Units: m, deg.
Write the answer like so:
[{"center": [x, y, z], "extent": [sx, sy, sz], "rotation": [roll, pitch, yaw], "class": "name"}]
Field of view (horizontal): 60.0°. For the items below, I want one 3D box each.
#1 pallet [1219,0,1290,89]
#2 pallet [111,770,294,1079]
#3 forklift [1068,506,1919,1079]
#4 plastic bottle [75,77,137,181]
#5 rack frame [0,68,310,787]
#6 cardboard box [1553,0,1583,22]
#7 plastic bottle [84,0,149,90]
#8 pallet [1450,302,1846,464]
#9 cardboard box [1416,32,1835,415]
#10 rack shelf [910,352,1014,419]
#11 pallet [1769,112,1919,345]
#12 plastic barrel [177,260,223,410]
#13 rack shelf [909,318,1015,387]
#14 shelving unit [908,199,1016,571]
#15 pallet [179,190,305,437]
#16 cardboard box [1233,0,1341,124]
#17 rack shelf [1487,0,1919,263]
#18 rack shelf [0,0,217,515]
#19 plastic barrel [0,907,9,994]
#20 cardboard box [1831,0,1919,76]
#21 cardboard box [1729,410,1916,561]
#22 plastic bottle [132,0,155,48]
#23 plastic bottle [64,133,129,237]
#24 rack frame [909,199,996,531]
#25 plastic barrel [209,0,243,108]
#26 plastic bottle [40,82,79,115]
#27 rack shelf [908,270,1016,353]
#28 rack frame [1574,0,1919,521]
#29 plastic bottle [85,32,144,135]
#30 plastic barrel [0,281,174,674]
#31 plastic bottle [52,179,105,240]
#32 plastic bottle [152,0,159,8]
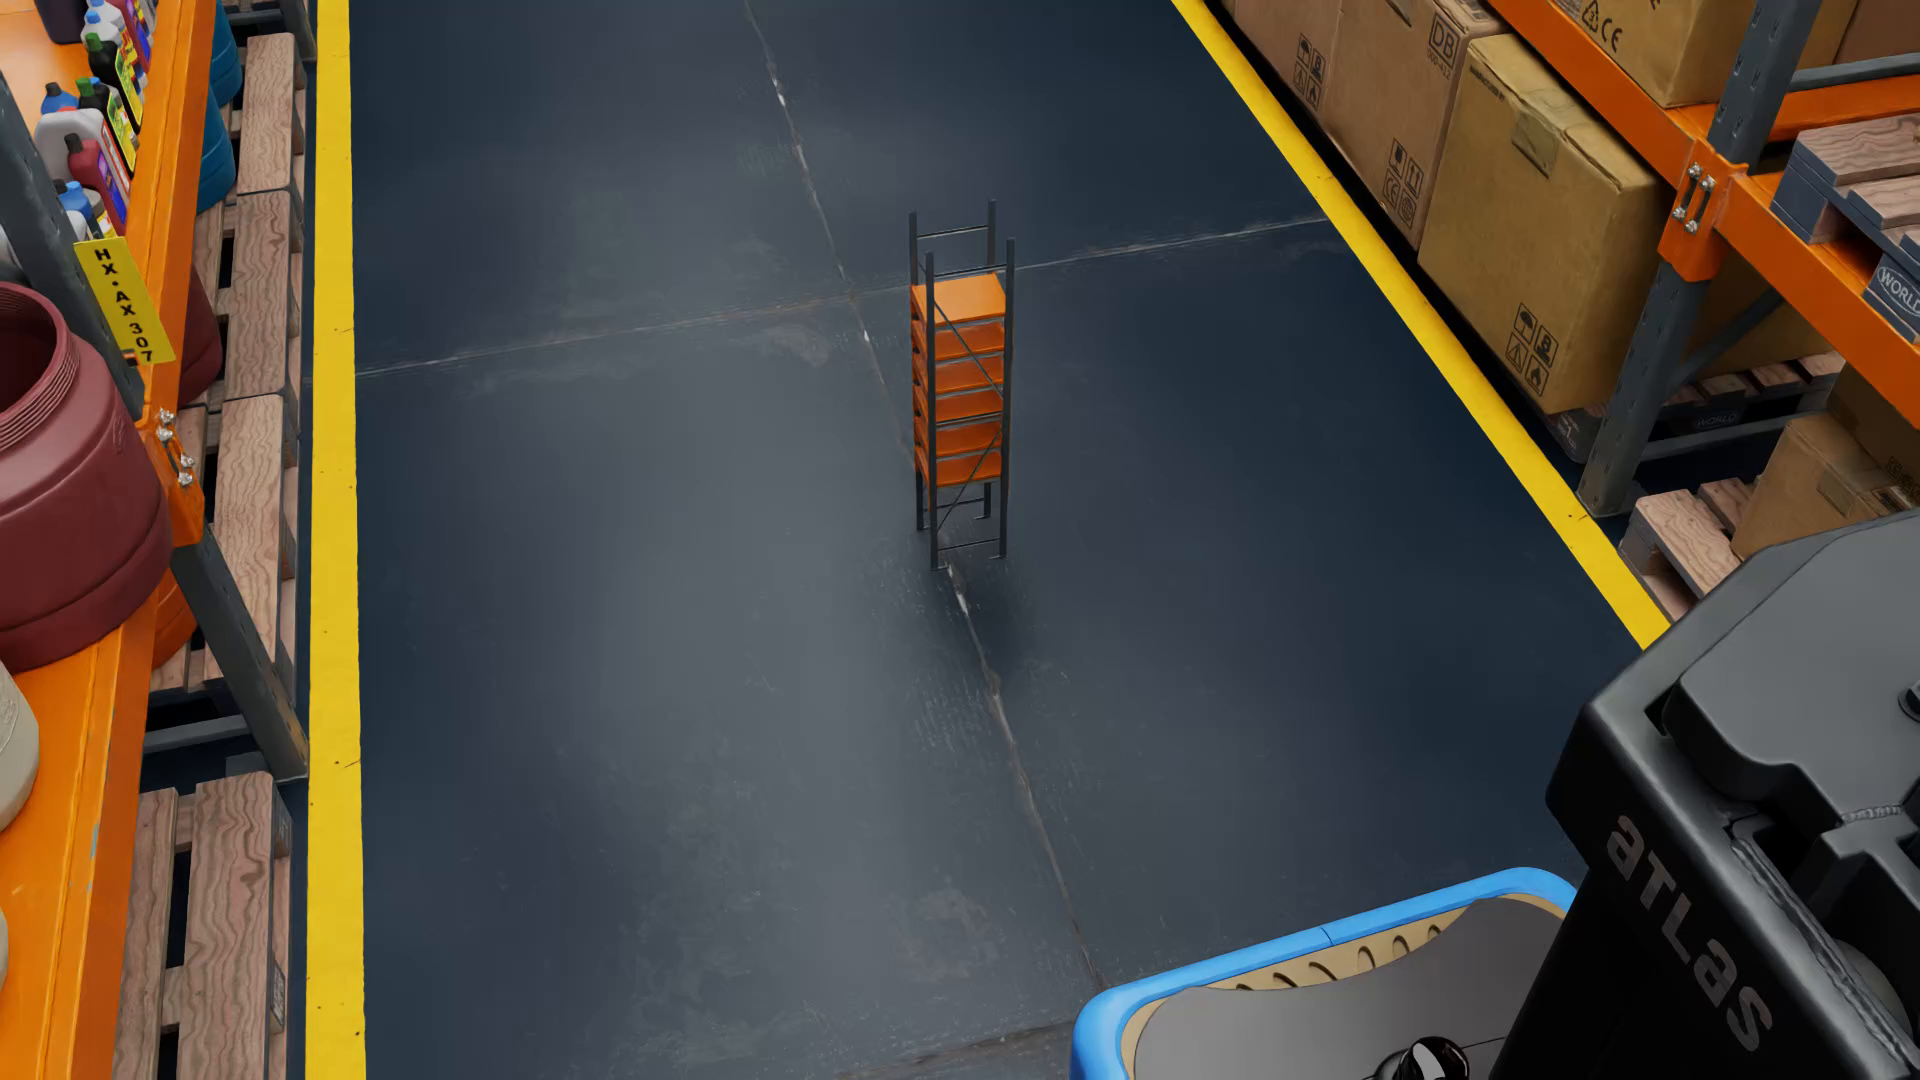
[{"center": [1.736, -2.511, 7.563], "extent": [1.003, 0.211, 1.213], "rotation": [-11, 47, -10], "class": "pallet"}, {"center": [-2.137, 1.179, 3.946], "extent": [1.003, 0.211, 1.213], "rotation": [-11, 47, -10], "class": "pallet"}, {"center": [1.124, 1.440, 1.787], "extent": [1.130, 2.935, 3.031], "rotation": [-13, 47, -13], "class": "forklift"}, {"center": [-2.205, -1.076, 4.286], "extent": [0.061, 0.283, 0.133], "rotation": [-11, 47, -10], "class": "plastic bottle"}, {"center": [-2.298, -0.339, 3.482], "extent": [1.000, 3.000, 0.127], "rotation": [-11, 47, -10], "class": "rack frame"}, {"center": [2.002, -1.920, 4.961], "extent": [0.500, 0.500, 0.500], "rotation": [-11, 47, -11], "class": "cardboard box"}, {"center": [-2.336, -1.374, 4.587], "extent": [0.097, 0.271, 0.097], "rotation": [0, 46, 0], "class": "plastic bottle"}, {"center": [2.361, -0.826, 5.912], "extent": [1.003, 0.211, 1.213], "rotation": [-11, 47, -10], "class": "pallet"}, {"center": [2.333, -1.128, 5.449], "extent": [1.225, 0.875, 0.875], "rotation": [-13, 47, -12], "class": "cardboard box"}, {"center": [0.004, -0.463, 4.758], "extent": [0.258, 0.103, 0.180], "rotation": [-11, 47, -10], "class": "rack shelf"}, {"center": [2.775, -0.704, 3.974], "extent": [1.213, 0.211, 1.003], "rotation": [-11, 47, -10], "class": "pallet"}, {"center": [-2.729, -0.756, 5.285], "extent": [0.600, 0.588, 0.708], "rotation": [-11, 47, -10], "class": "plastic barrel"}, {"center": [0.004, -0.547, 4.672], "extent": [0.258, 0.103, 0.180], "rotation": [-11, 47, -10], "class": "rack shelf"}, {"center": [0.004, -0.410, 4.812], "extent": [0.258, 1.200, 0.189], "rotation": [-11, 47, -10], "class": "shelving unit"}, {"center": [-2.849, -0.740, 5.827], "extent": [1.003, 0.211, 1.213], "rotation": [-11, 47, -10], "class": "pallet"}, {"center": [1.879, -2.354, 6.650], "extent": [1.225, 0.875, 0.875], "rotation": [-12, 47, -12], "class": "cardboard box"}, {"center": [1.978, -2.373, 5.979], "extent": [1.077, 0.370, 4.000], "rotation": [-11, 47, -10], "class": "rack shelf"}, {"center": [-2.810, -1.468, 5.092], "extent": [1.077, 0.370, 4.000], "rotation": [-11, 47, -10], "class": "rack shelf"}, {"center": [-1.720, 0.584, 2.499], "extent": [0.421, 0.512, 0.421], "rotation": [0, 46, 0], "class": "plastic barrel"}, {"center": [2.628, -1.664, 4.711], "extent": [0.500, 0.500, 0.500], "rotation": [-9, 46, -9], "class": "cardboard box"}, {"center": [2.681, -0.064, 4.655], "extent": [0.700, 0.500, 0.500], "rotation": [-13, 47, -12], "class": "cardboard box"}, {"center": [-2.395, -1.534, 4.743], "extent": [0.097, 0.271, 0.097], "rotation": [0, 46, 0], "class": "plastic bottle"}, {"center": [-2.136, -0.891, 4.104], "extent": [0.061, 0.283, 0.133], "rotation": [-11, 47, -10], "class": "plastic bottle"}, {"center": [-0.020, -0.473, 4.874], "extent": [0.240, 1.200, 0.006], "rotation": [-11, 47, -10], "class": "rack frame"}, {"center": [-3.199, -2.134, 6.416], "extent": [0.600, 0.901, 0.708], "rotation": [-11, 47, -10], "class": "plastic barrel"}, {"center": [-2.277, -1.045, 4.264], "extent": [0.097, 0.271, 0.097], "rotation": [0, 46, 0], "class": "plastic bottle"}, {"center": [0.004, -0.631, 4.586], "extent": [0.258, 0.103, 0.180], "rotation": [-11, 47, -10], "class": "rack shelf"}, {"center": [2.490, -1.244, 4.369], "extent": [1.000, 3.000, 0.127], "rotation": [-11, 47, -10], "class": "rack frame"}, {"center": [-2.264, -1.235, 4.442], "extent": [0.061, 0.283, 0.133], "rotation": [-11, 47, -10], "class": "plastic bottle"}, {"center": [-1.886, -0.121, 3.173], "extent": [0.600, 0.536, 0.708], "rotation": [-11, 47, -10], "class": "plastic barrel"}, {"center": [-2.100, -0.736, 3.962], "extent": [0.097, 0.271, 0.097], "rotation": [0, 46, 0], "class": "plastic bottle"}, {"center": [-2.489, -1.748, 4.897], "extent": [0.144, 0.351, 0.185], "rotation": [-11, 47, -10], "class": "plastic bottle"}]
